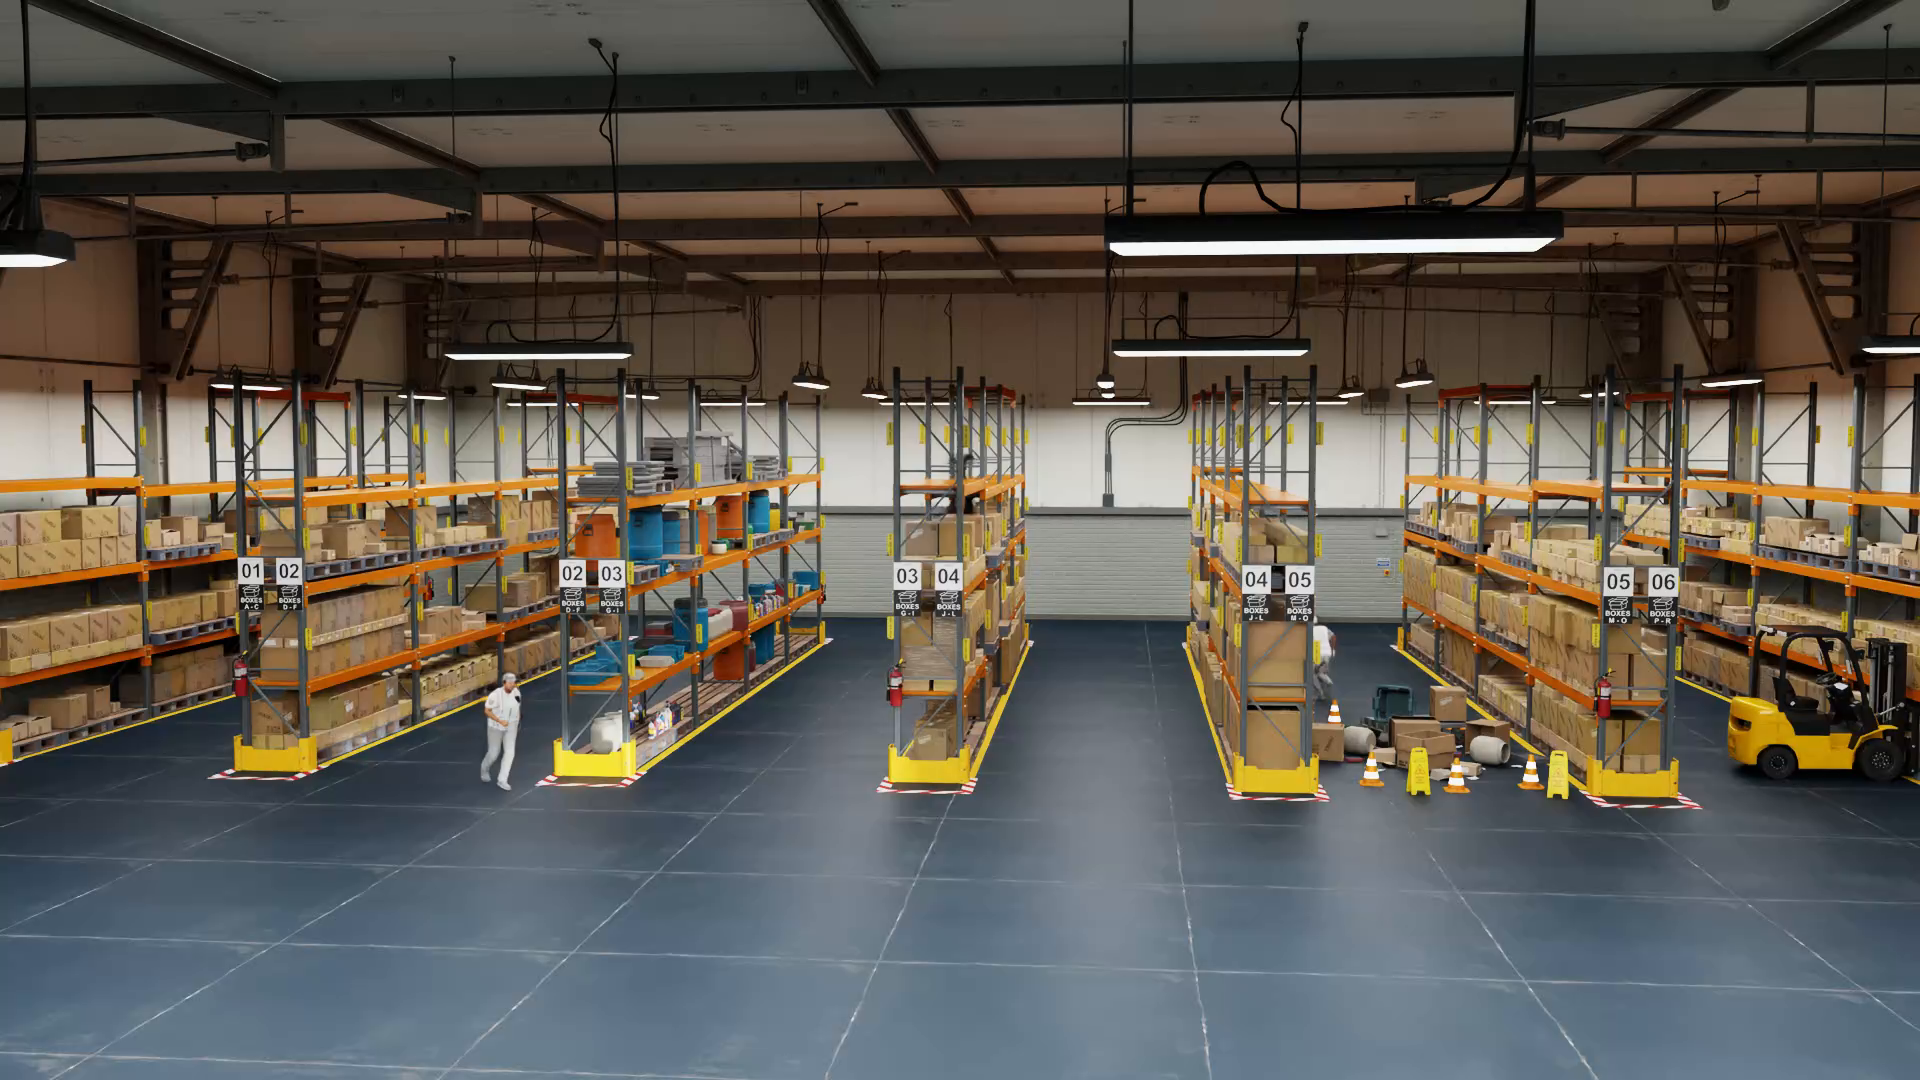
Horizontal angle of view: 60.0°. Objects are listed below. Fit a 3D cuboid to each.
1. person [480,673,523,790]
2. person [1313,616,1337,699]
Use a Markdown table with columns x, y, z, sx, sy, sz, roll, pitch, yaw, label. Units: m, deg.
| x | y | z | sx | sy | sz | roll | pitch | yaw | label |
| --- | --- | --- | --- | --- | --- | --- | --- | --- | --- |
| -6.566 | 2.713 | 23.877 | 0.608 | 1.653 | 0.822 | -2 | 4 | -35 | person |
| 6.889 | 2.248 | 31.740 | 0.702 | 1.583 | 0.974 | -1 | 4 | -14 | person |
